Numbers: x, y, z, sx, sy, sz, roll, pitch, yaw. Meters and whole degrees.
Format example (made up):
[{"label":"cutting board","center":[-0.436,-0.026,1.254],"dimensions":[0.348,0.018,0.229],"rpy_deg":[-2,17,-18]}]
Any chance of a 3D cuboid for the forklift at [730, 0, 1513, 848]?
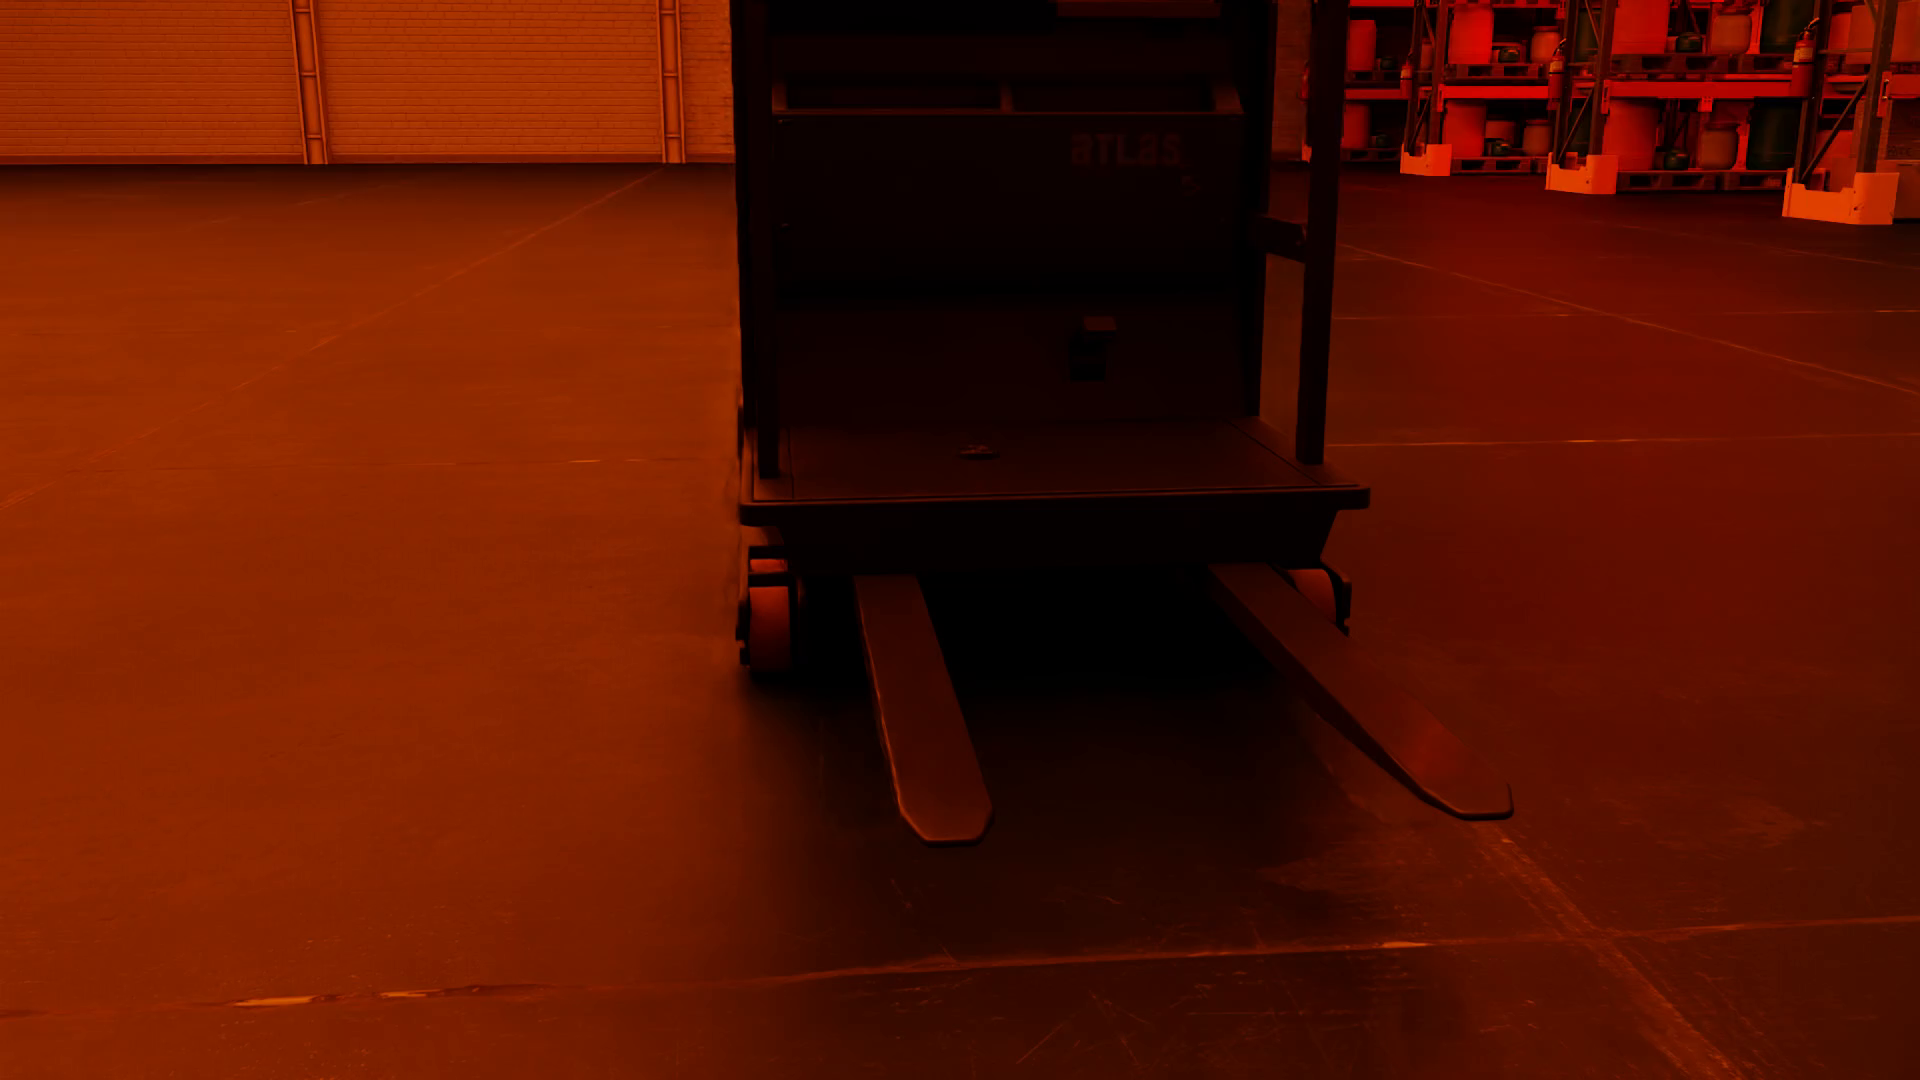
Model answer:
[{"label":"forklift","center":[0.120,-1.265,2.981],"dimensions":[1.130,2.935,3.031],"rpy_deg":[-2,15,-6]}]
